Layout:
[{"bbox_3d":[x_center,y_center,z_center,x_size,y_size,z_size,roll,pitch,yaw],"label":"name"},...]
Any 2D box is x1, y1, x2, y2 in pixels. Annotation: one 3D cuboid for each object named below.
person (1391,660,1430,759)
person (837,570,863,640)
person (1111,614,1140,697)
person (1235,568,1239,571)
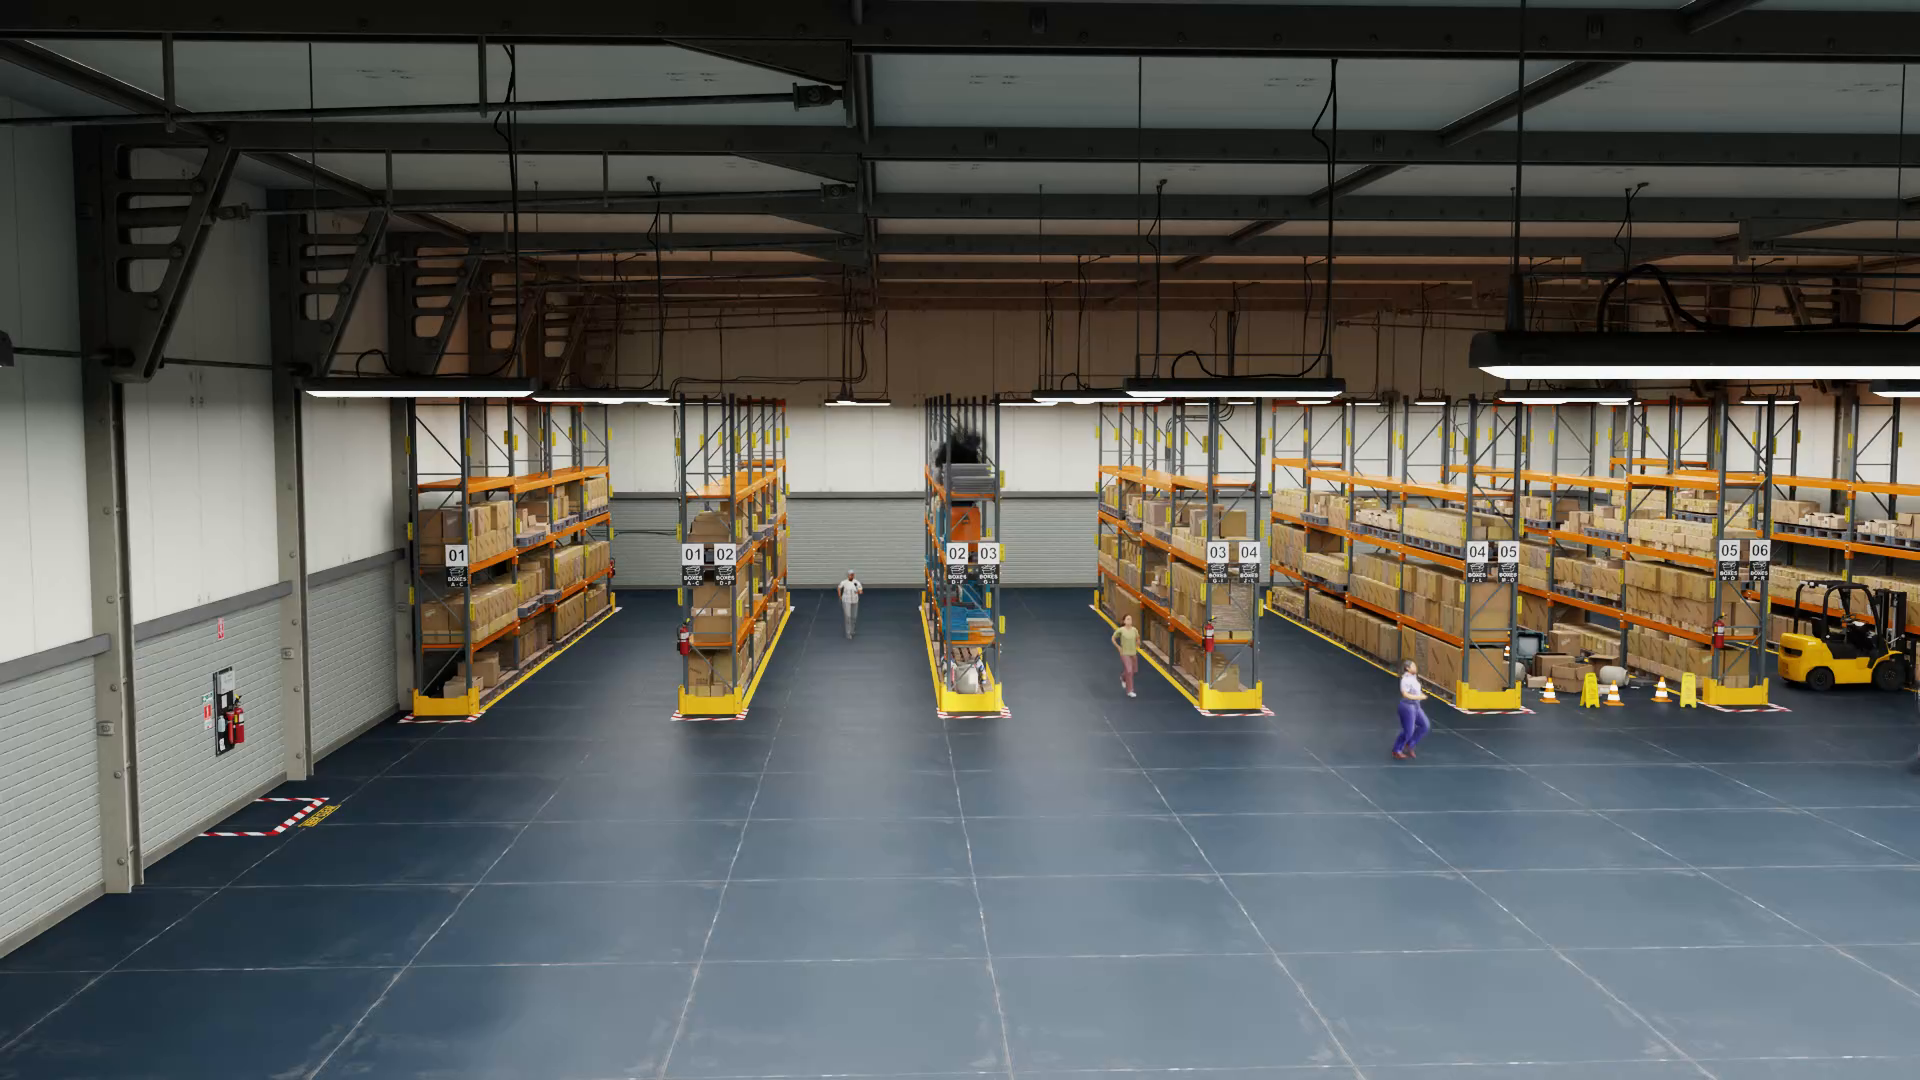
[{"bbox_3d":[7.340,2.766,27.093,0.604,1.641,0.667,3,5,30],"label":"person"},{"bbox_3d":[-2.736,1.599,41.606,0.589,1.708,0.846,-1,5,-16],"label":"person"},{"bbox_3d":[3.332,2.282,33.202,0.588,1.633,0.793,-2,5,-21],"label":"person"},{"bbox_3d":[7.715,1.305,45.674,0.584,1.667,0.652,0,5,1],"label":"person"}]
